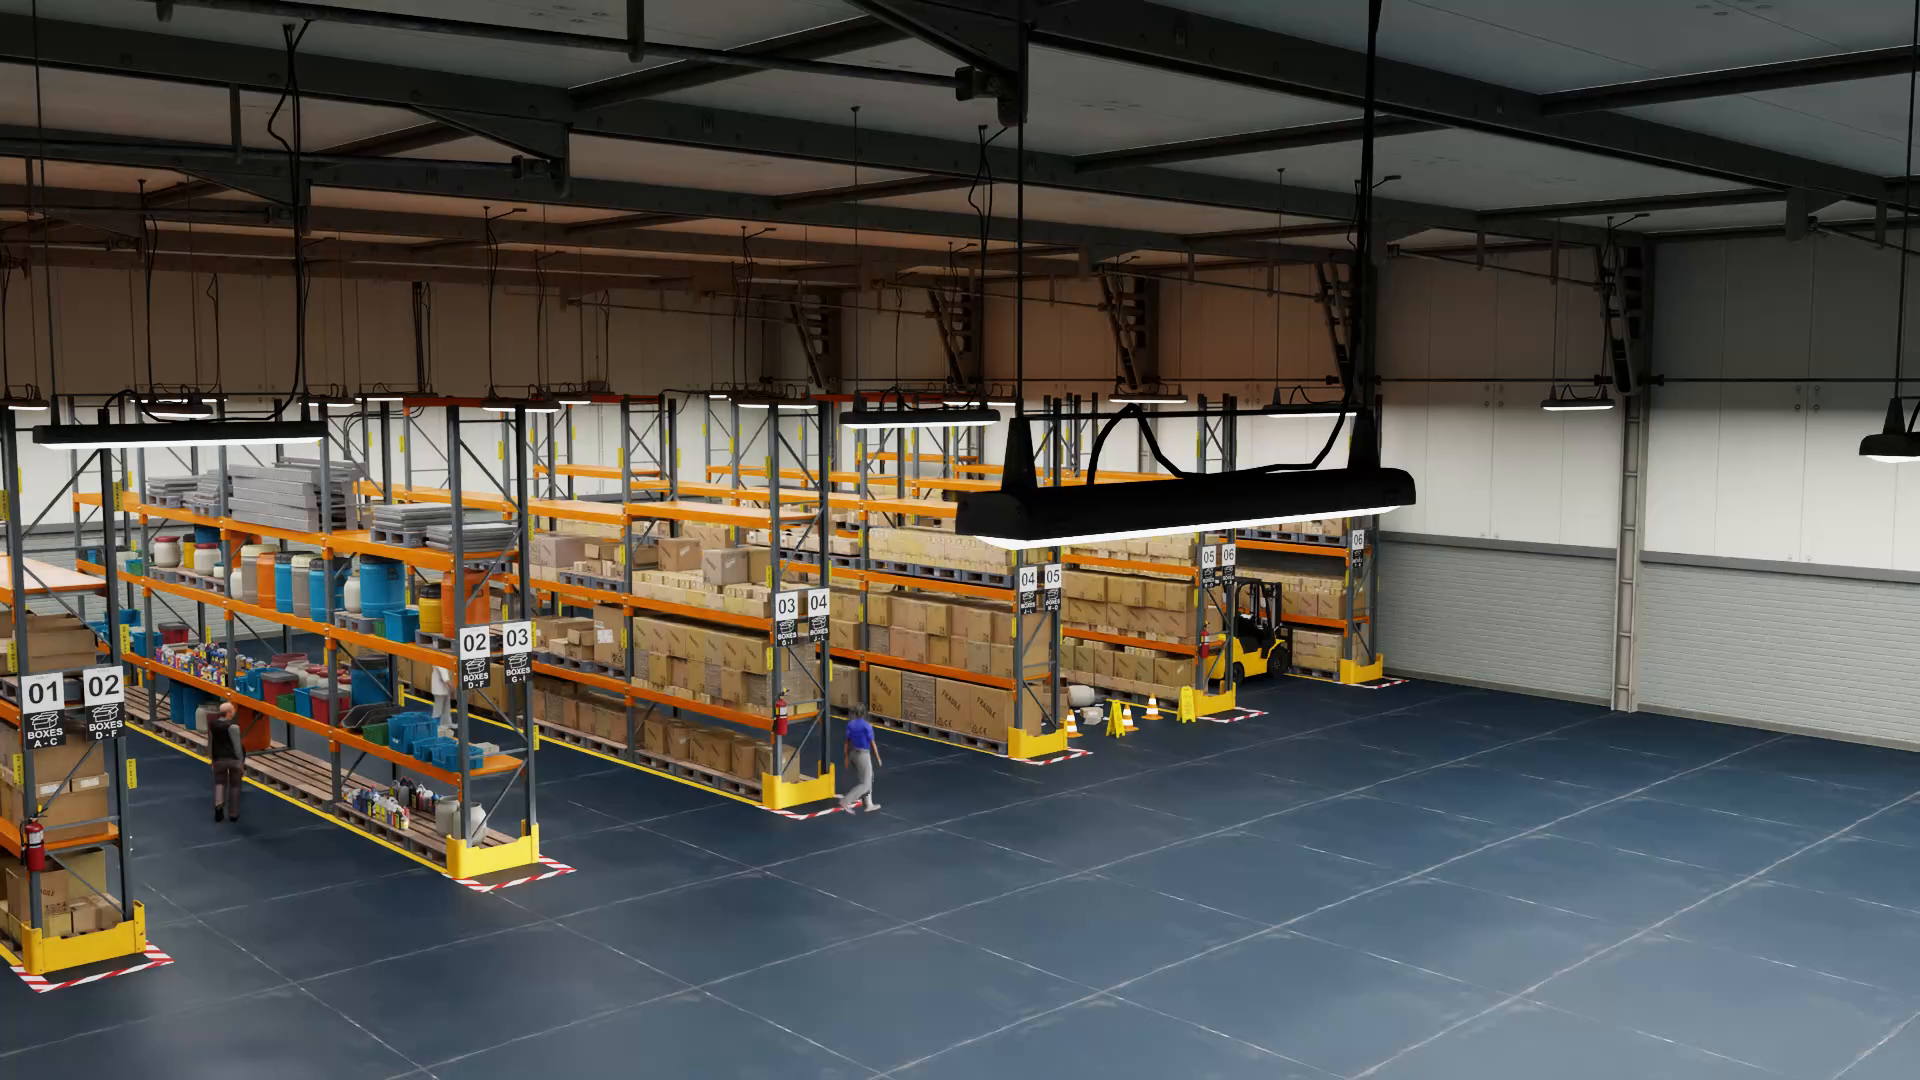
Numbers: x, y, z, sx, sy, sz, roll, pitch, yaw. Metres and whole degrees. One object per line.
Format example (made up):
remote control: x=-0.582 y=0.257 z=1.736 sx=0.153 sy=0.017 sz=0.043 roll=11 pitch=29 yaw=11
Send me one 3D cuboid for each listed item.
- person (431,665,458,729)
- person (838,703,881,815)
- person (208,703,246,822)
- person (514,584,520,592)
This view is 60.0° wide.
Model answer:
person: x=-9.289 y=2.580 z=29.958 sx=0.506 sy=1.735 sz=0.625 roll=0 pitch=6 yaw=2
person: x=-1.485 y=3.179 z=24.117 sx=0.816 sy=1.614 sz=0.490 roll=-4 pitch=7 yaw=-37
person: x=-10.466 y=3.171 z=23.702 sx=0.523 sy=1.714 sz=0.524 roll=-1 pitch=6 yaw=-9
person: x=-9.909 y=1.812 z=37.595 sx=0.694 sy=1.723 sz=1.067 roll=-5 pitch=7 yaw=-39
